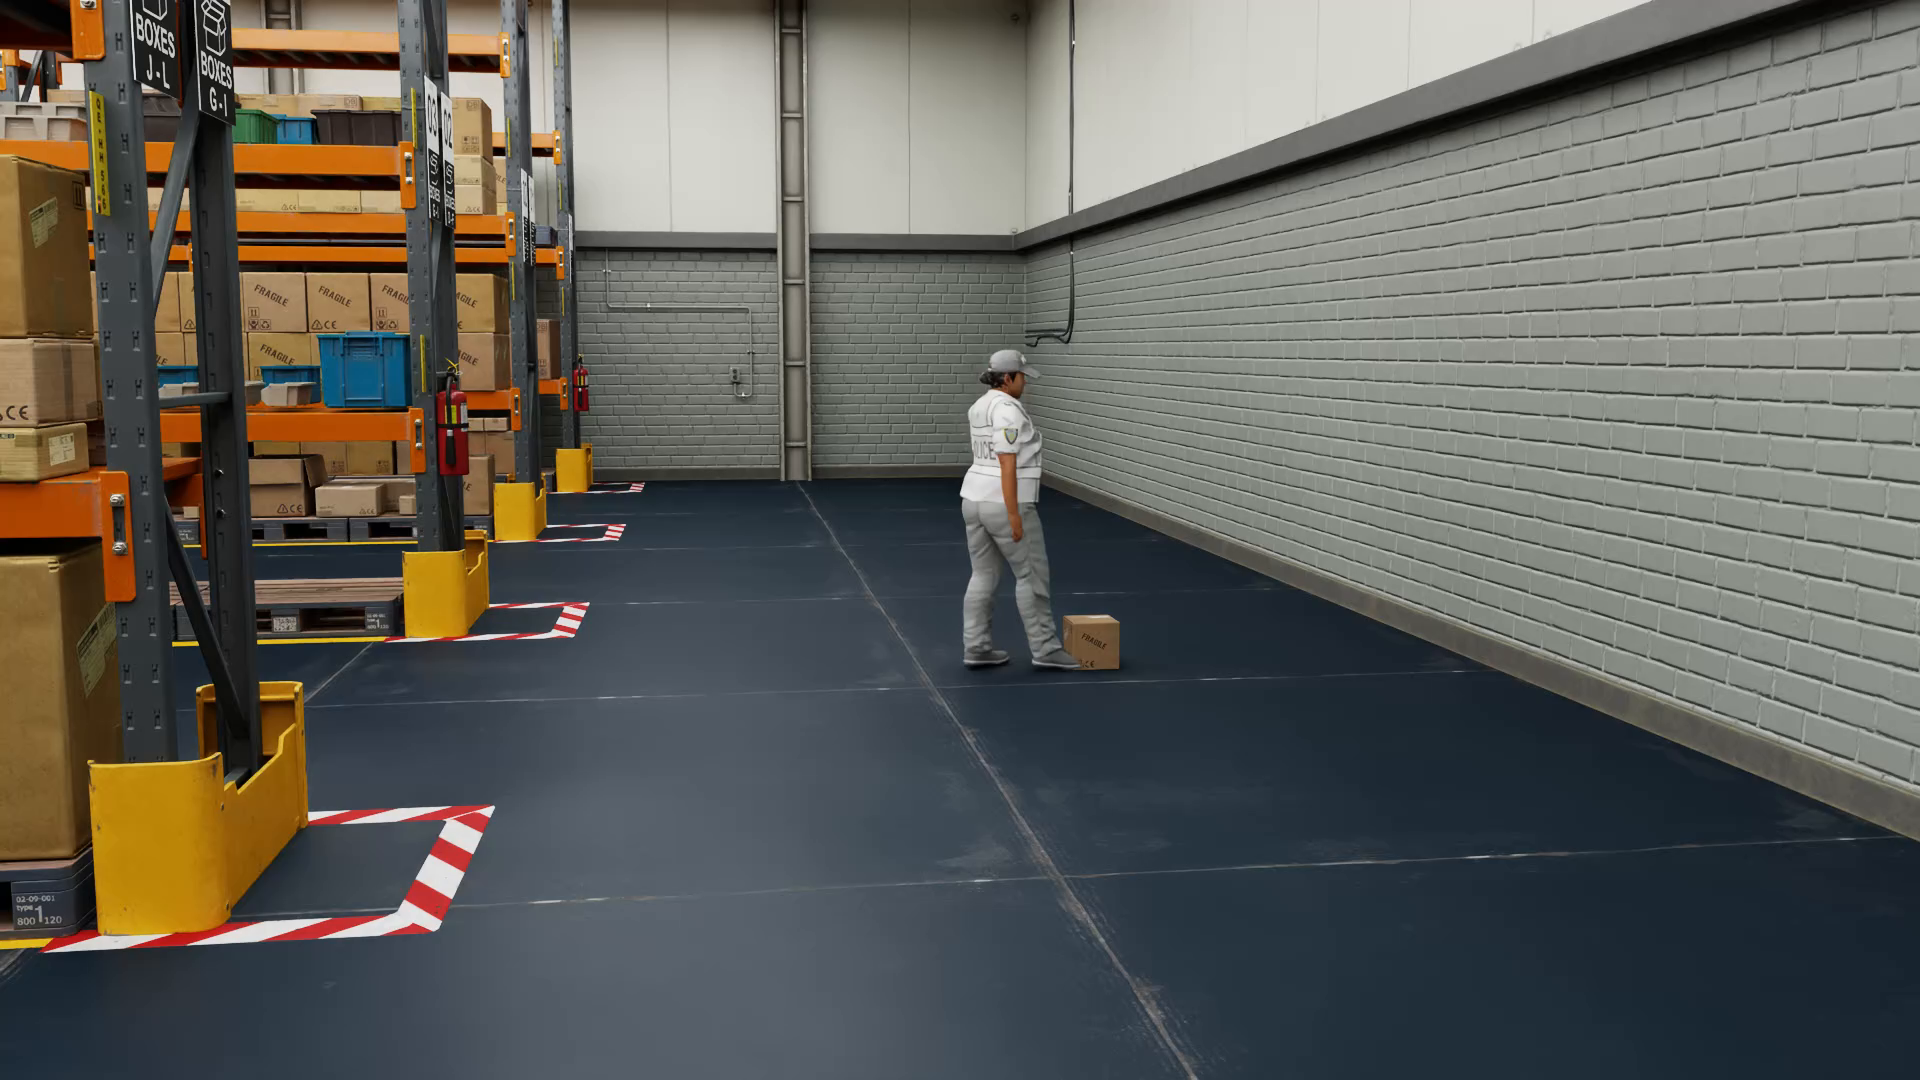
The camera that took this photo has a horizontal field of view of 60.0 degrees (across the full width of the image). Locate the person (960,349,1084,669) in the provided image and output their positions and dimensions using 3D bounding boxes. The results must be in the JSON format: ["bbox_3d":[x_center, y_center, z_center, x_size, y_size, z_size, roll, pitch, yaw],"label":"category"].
[{"bbox_3d":[0.312,-0.166,8.691,0.597,1.657,0.509,-3,7,-26],"label":"person"}]
